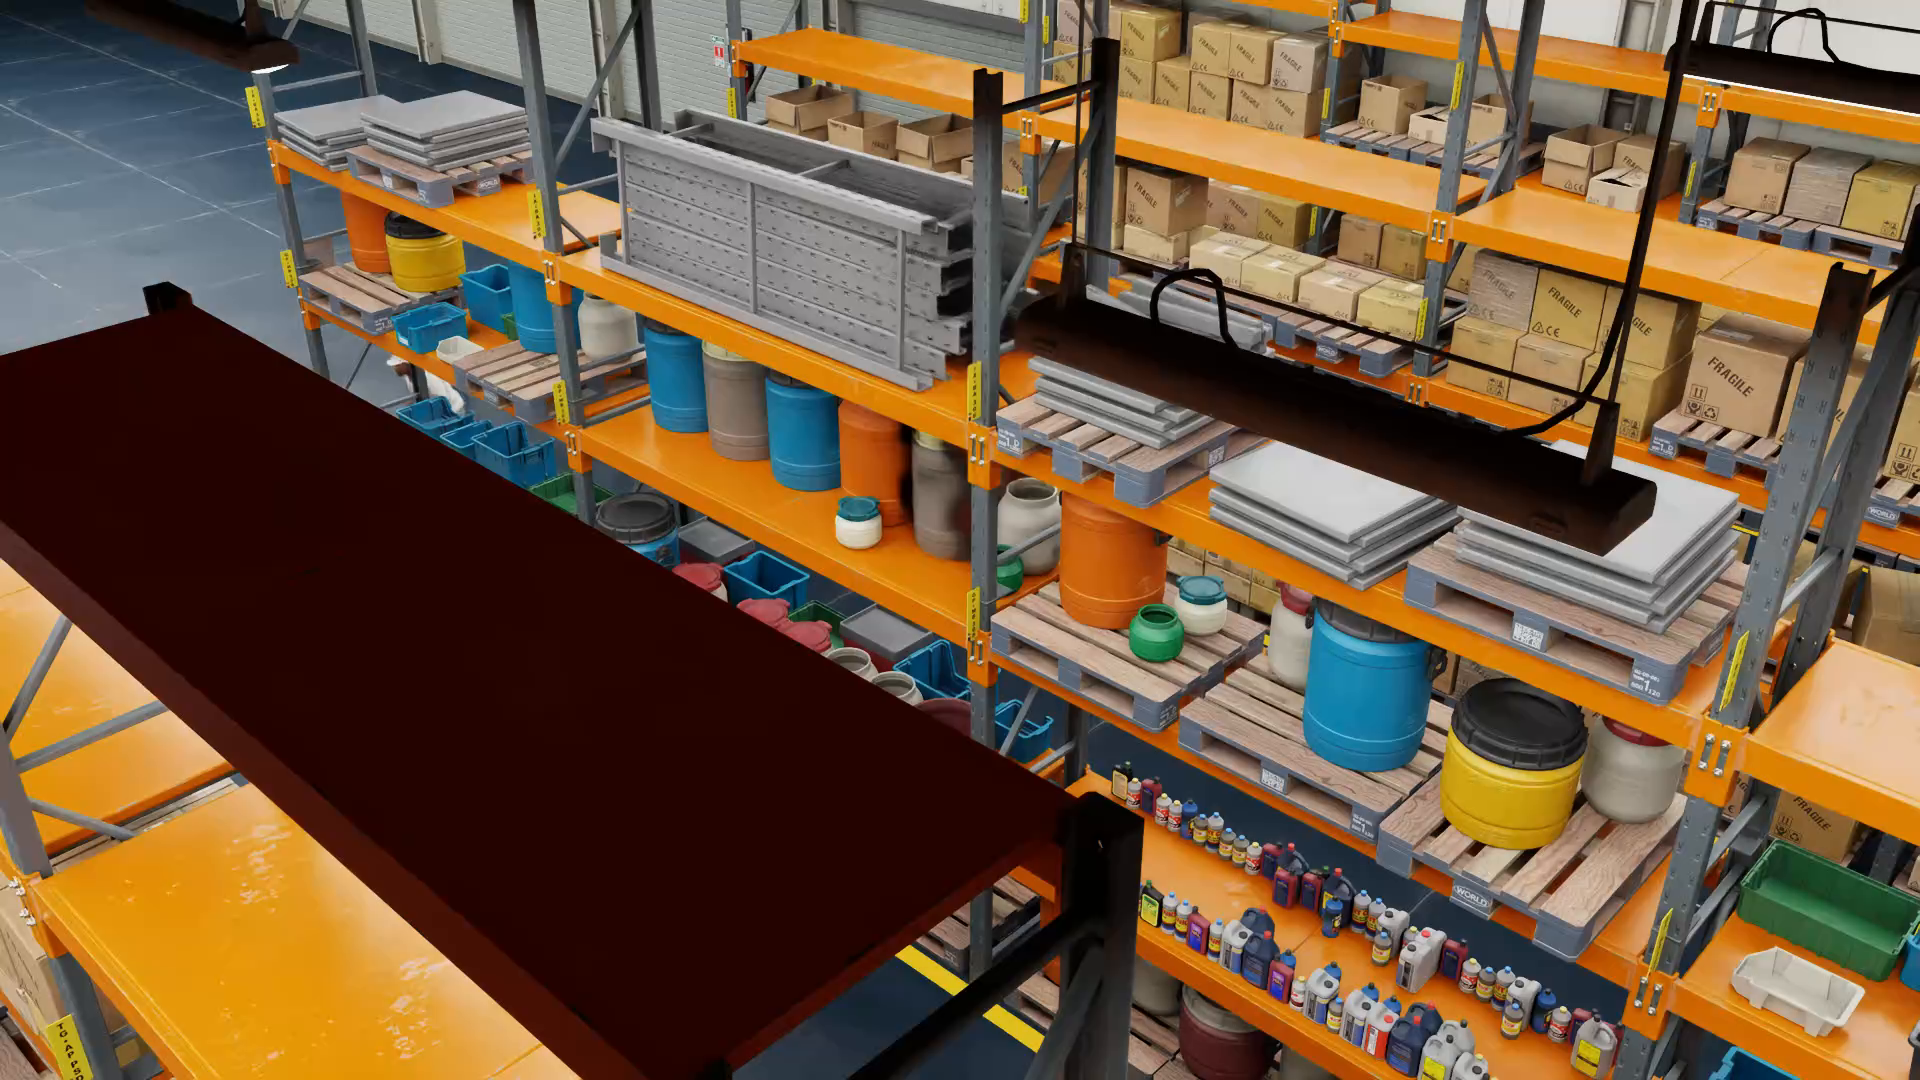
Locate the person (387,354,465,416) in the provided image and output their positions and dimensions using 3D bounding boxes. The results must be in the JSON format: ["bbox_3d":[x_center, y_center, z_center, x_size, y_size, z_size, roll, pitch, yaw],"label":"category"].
[{"bbox_3d":[-5.249,-1.280,16.890,0.990,1.687,0.750,-26,38,-38],"label":"person"}]
